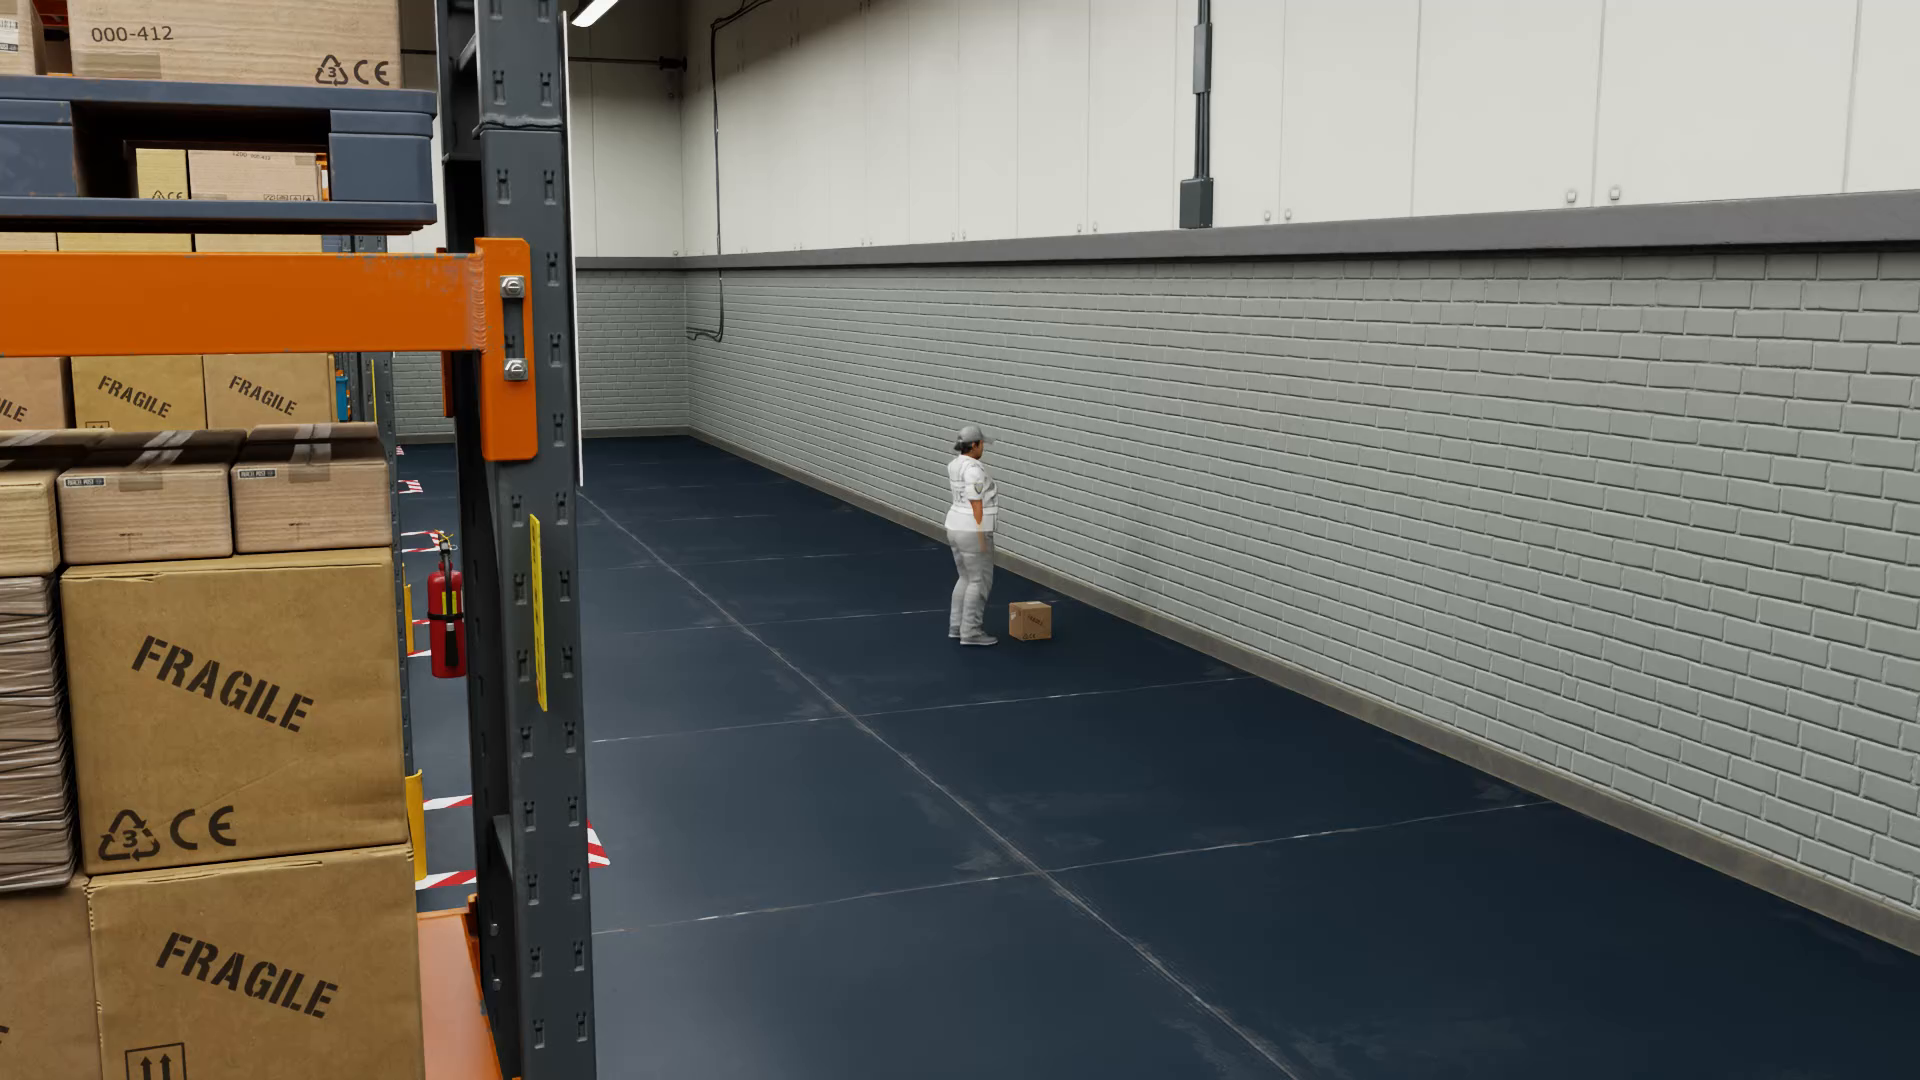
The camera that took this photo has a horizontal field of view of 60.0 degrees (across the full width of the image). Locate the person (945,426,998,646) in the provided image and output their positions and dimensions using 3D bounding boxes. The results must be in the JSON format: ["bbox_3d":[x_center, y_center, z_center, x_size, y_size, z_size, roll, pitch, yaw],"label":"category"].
[{"bbox_3d":[0.095,-0.041,12.645,0.391,1.660,0.468,-3,10,-20],"label":"person"}]
